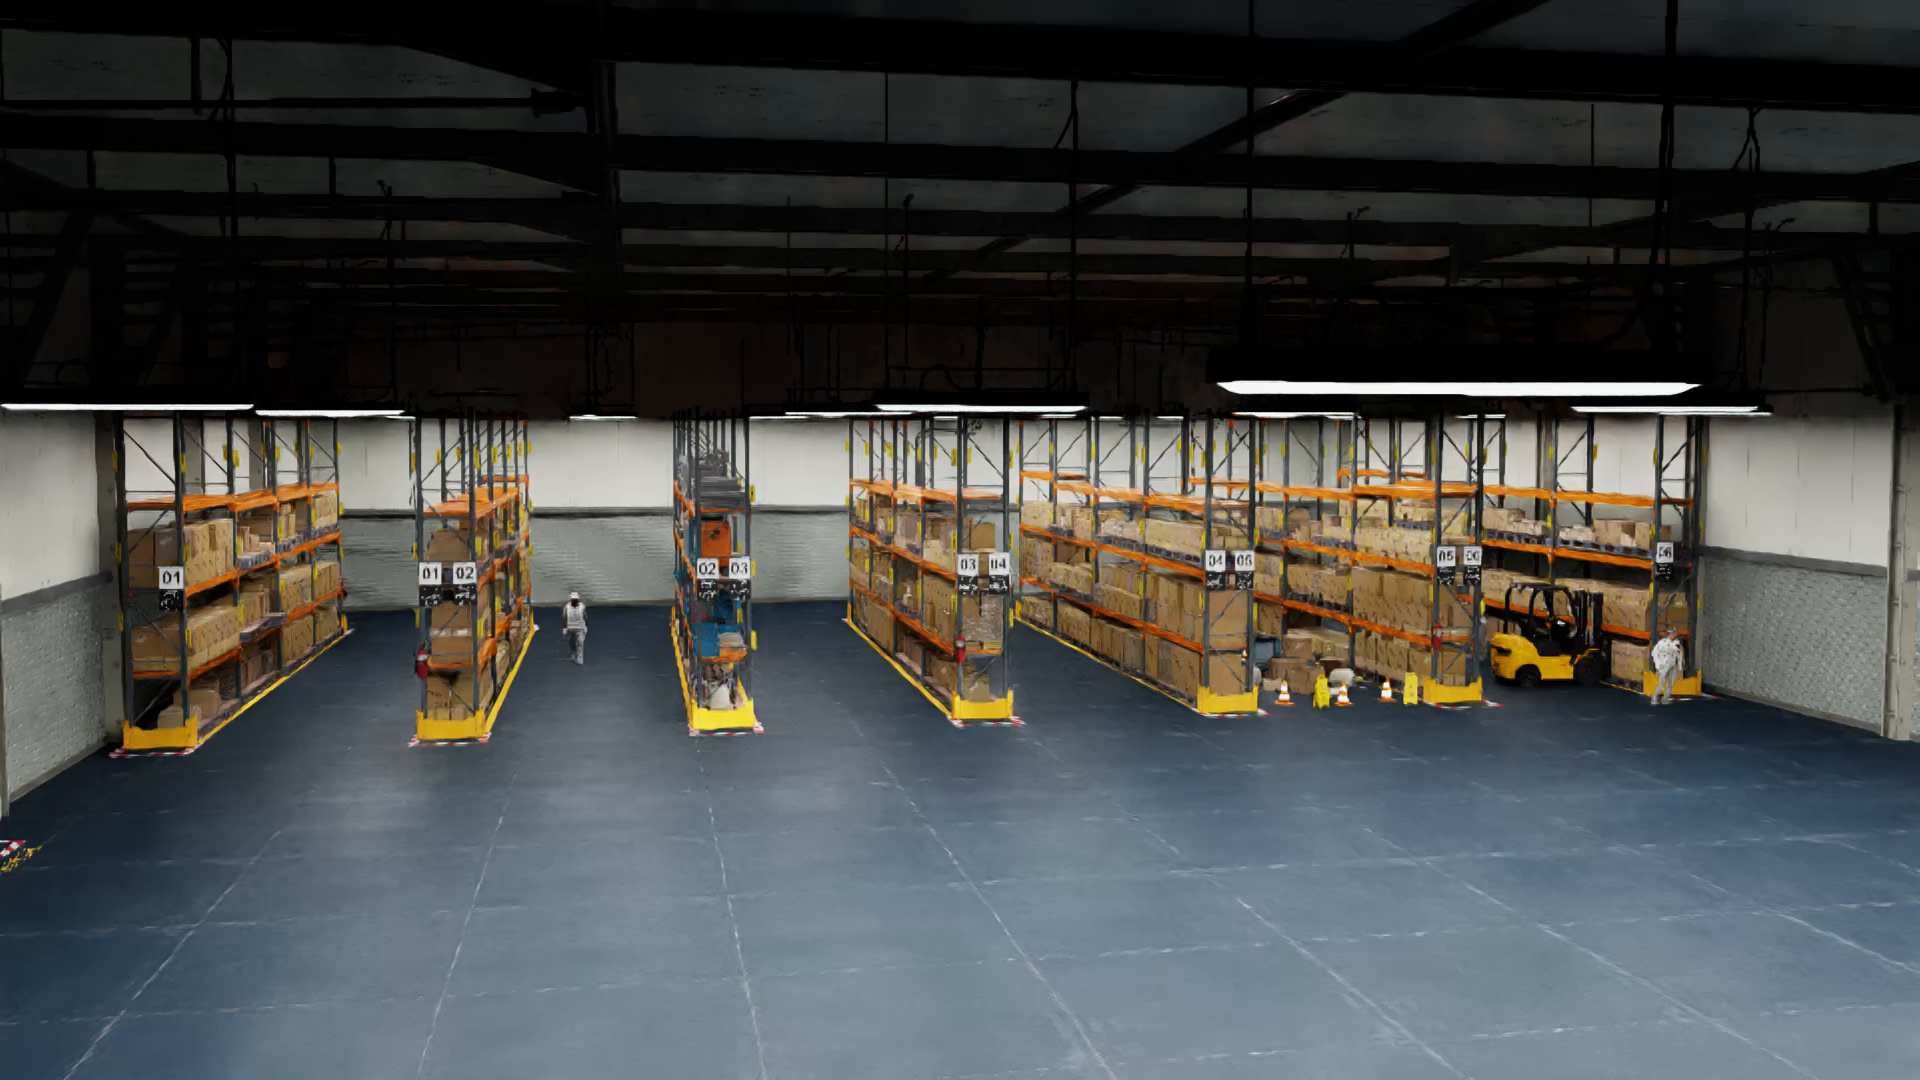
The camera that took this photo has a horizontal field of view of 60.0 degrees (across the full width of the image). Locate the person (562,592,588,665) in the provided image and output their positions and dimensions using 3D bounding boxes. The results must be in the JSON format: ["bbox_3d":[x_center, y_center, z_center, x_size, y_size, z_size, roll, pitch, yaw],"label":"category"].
[{"bbox_3d":[-9.100,2.065,39.282,0.566,1.706,1.122,-1,4,-9],"label":"person"}]

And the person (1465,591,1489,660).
[{"bbox_3d":[12.483,2.002,40.100,0.524,1.617,0.531,1,4,12],"label":"person"}]

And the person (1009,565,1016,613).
[{"bbox_3d":[1.381,1.320,49.664,0.561,1.761,0.568,2,5,26],"label":"person"}]

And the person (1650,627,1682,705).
[{"bbox_3d":[14.251,2.534,33.529,0.639,1.628,0.506,-1,4,-13],"label":"person"}]
